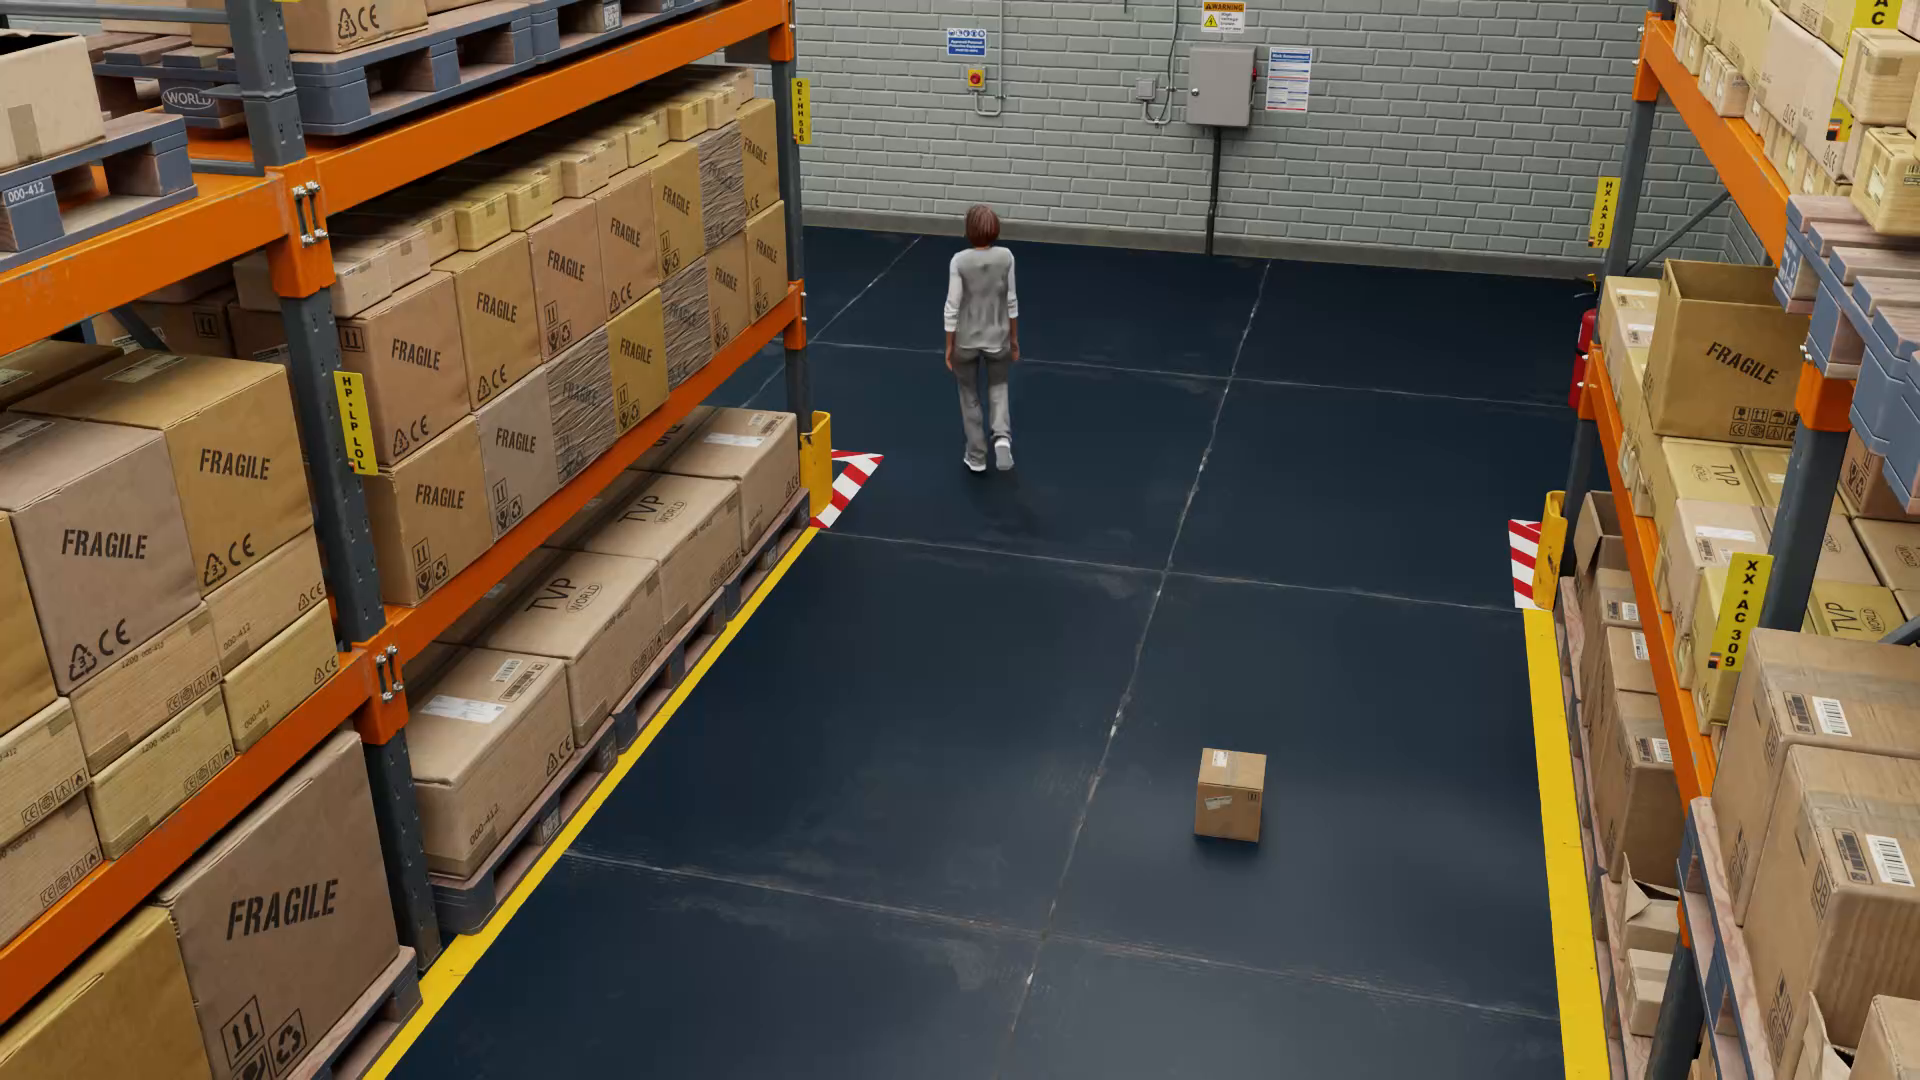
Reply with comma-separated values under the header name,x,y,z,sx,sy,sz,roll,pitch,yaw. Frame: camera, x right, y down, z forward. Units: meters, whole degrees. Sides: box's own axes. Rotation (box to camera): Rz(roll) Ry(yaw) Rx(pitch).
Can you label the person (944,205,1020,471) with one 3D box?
name,x,y,z,sx,sy,sz,roll,pitch,yaw
person,0.124,-1.111,9.385,0.449,1.587,0.500,-5,26,-10
